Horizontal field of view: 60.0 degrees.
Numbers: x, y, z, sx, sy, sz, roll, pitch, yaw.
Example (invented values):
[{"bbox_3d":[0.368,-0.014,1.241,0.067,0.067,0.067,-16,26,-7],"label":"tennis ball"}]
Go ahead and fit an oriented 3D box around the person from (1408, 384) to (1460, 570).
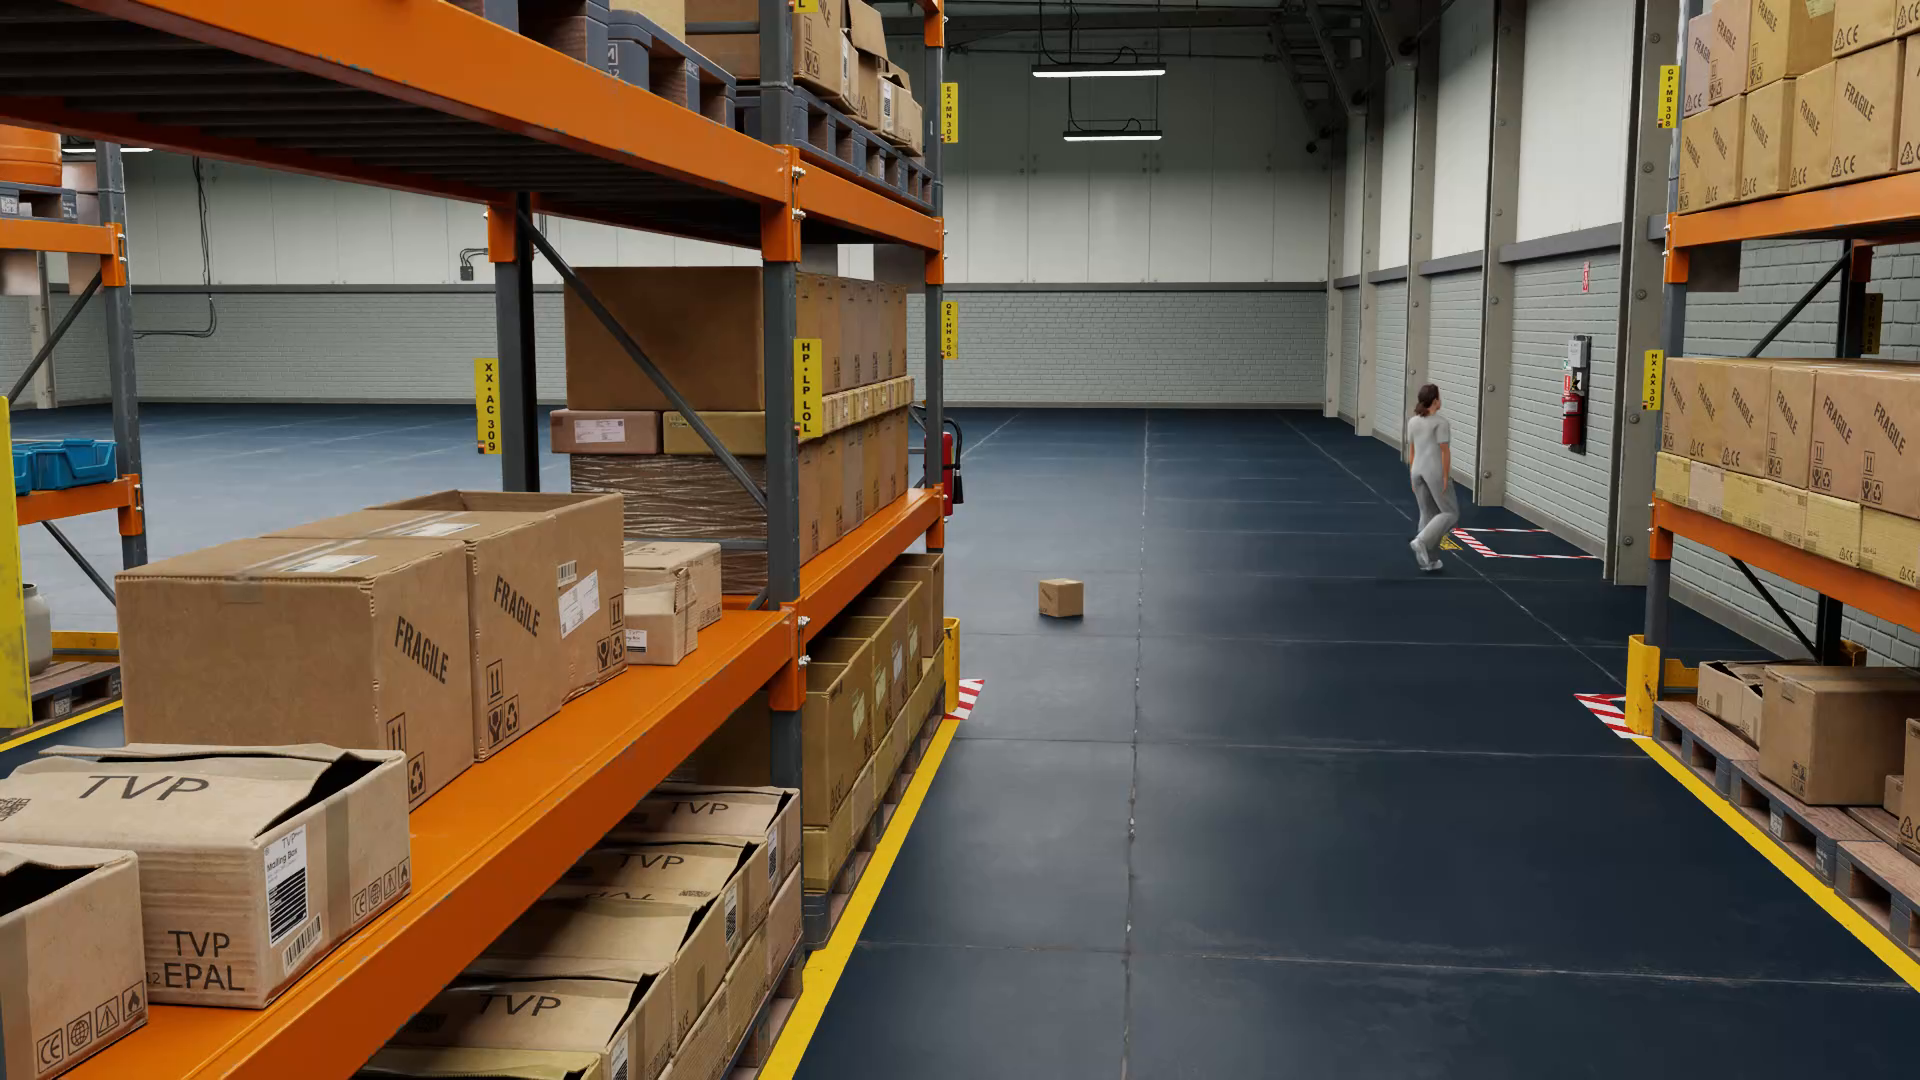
[{"bbox_3d":[4.158,-0.550,14.740,0.573,1.661,0.444,-6,10,-37],"label":"person"}]
